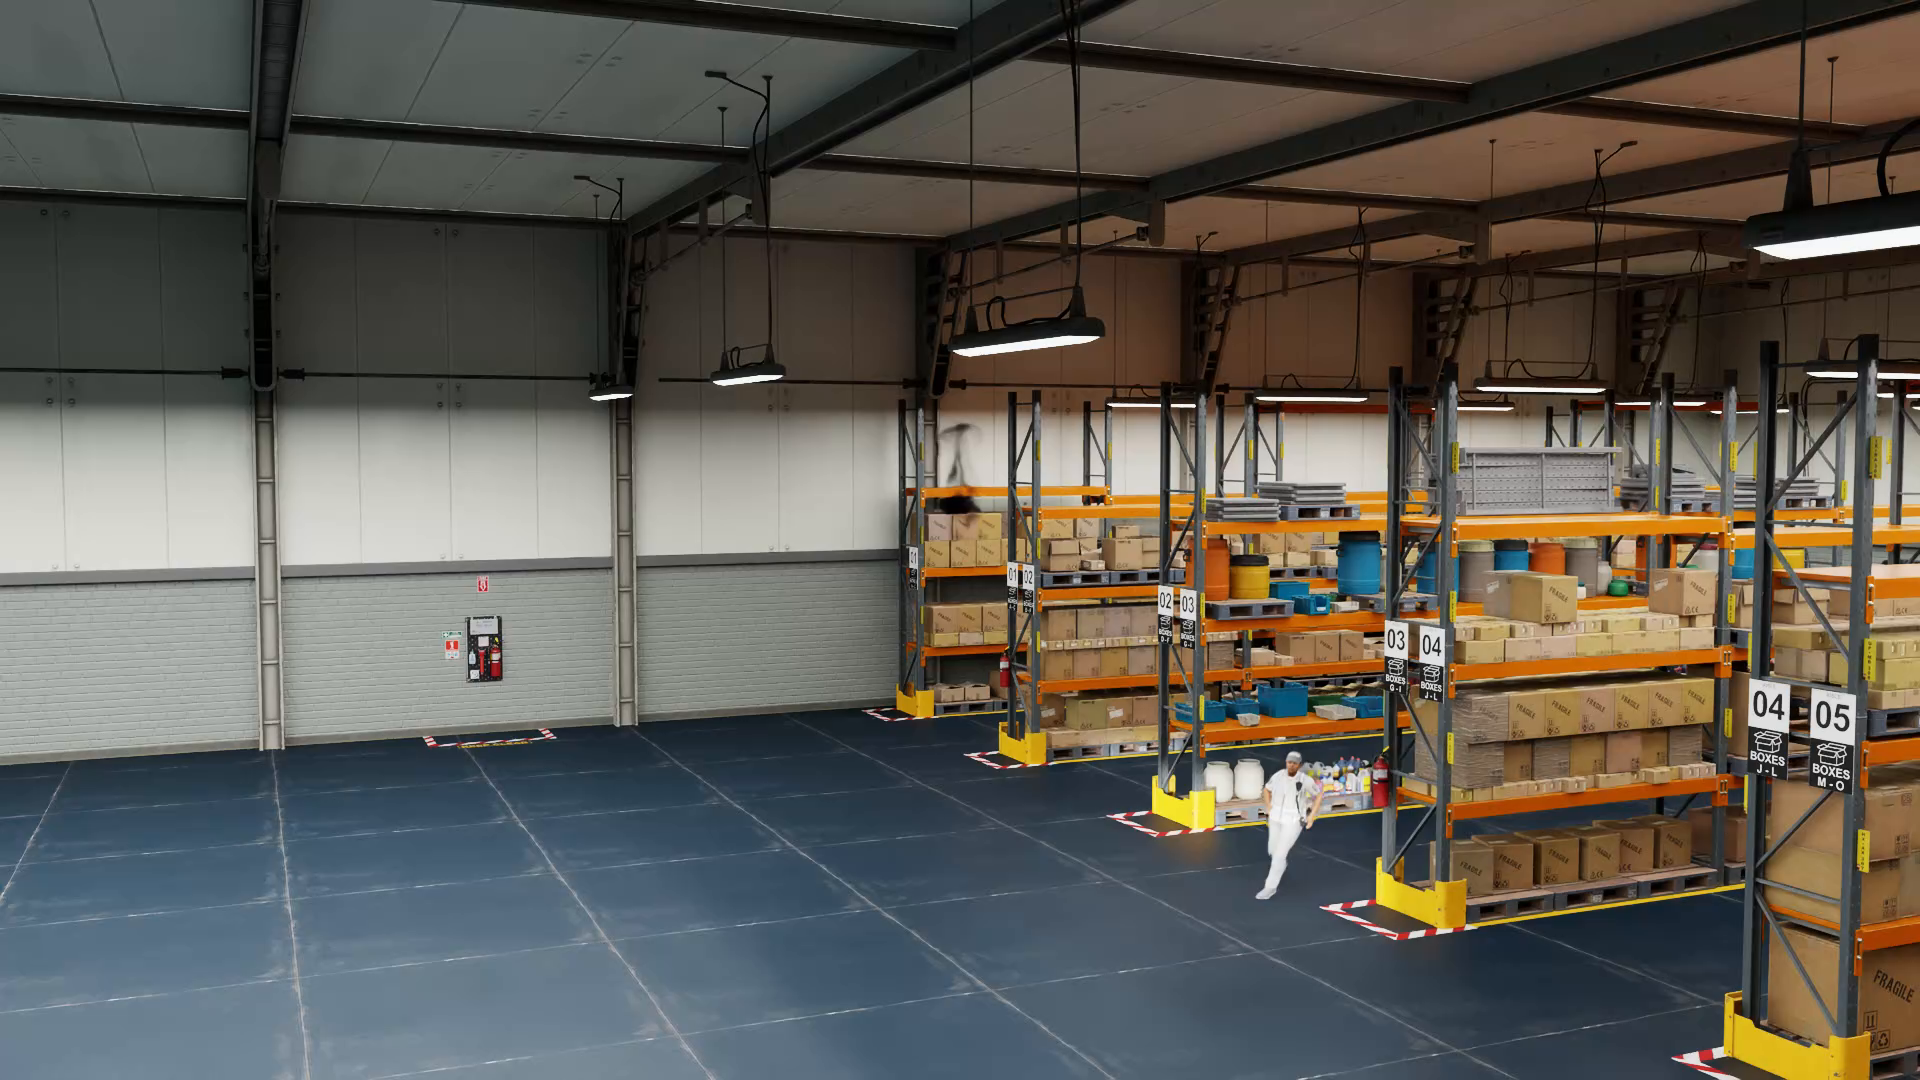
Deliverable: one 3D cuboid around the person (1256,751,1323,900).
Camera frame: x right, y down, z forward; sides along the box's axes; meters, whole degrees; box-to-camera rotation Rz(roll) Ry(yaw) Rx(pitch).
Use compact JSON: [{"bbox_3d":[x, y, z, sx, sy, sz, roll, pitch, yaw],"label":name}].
[{"bbox_3d":[3.731,3.224,18.997,0.692,1.645,0.925,2,4,36],"label":"person"}]
